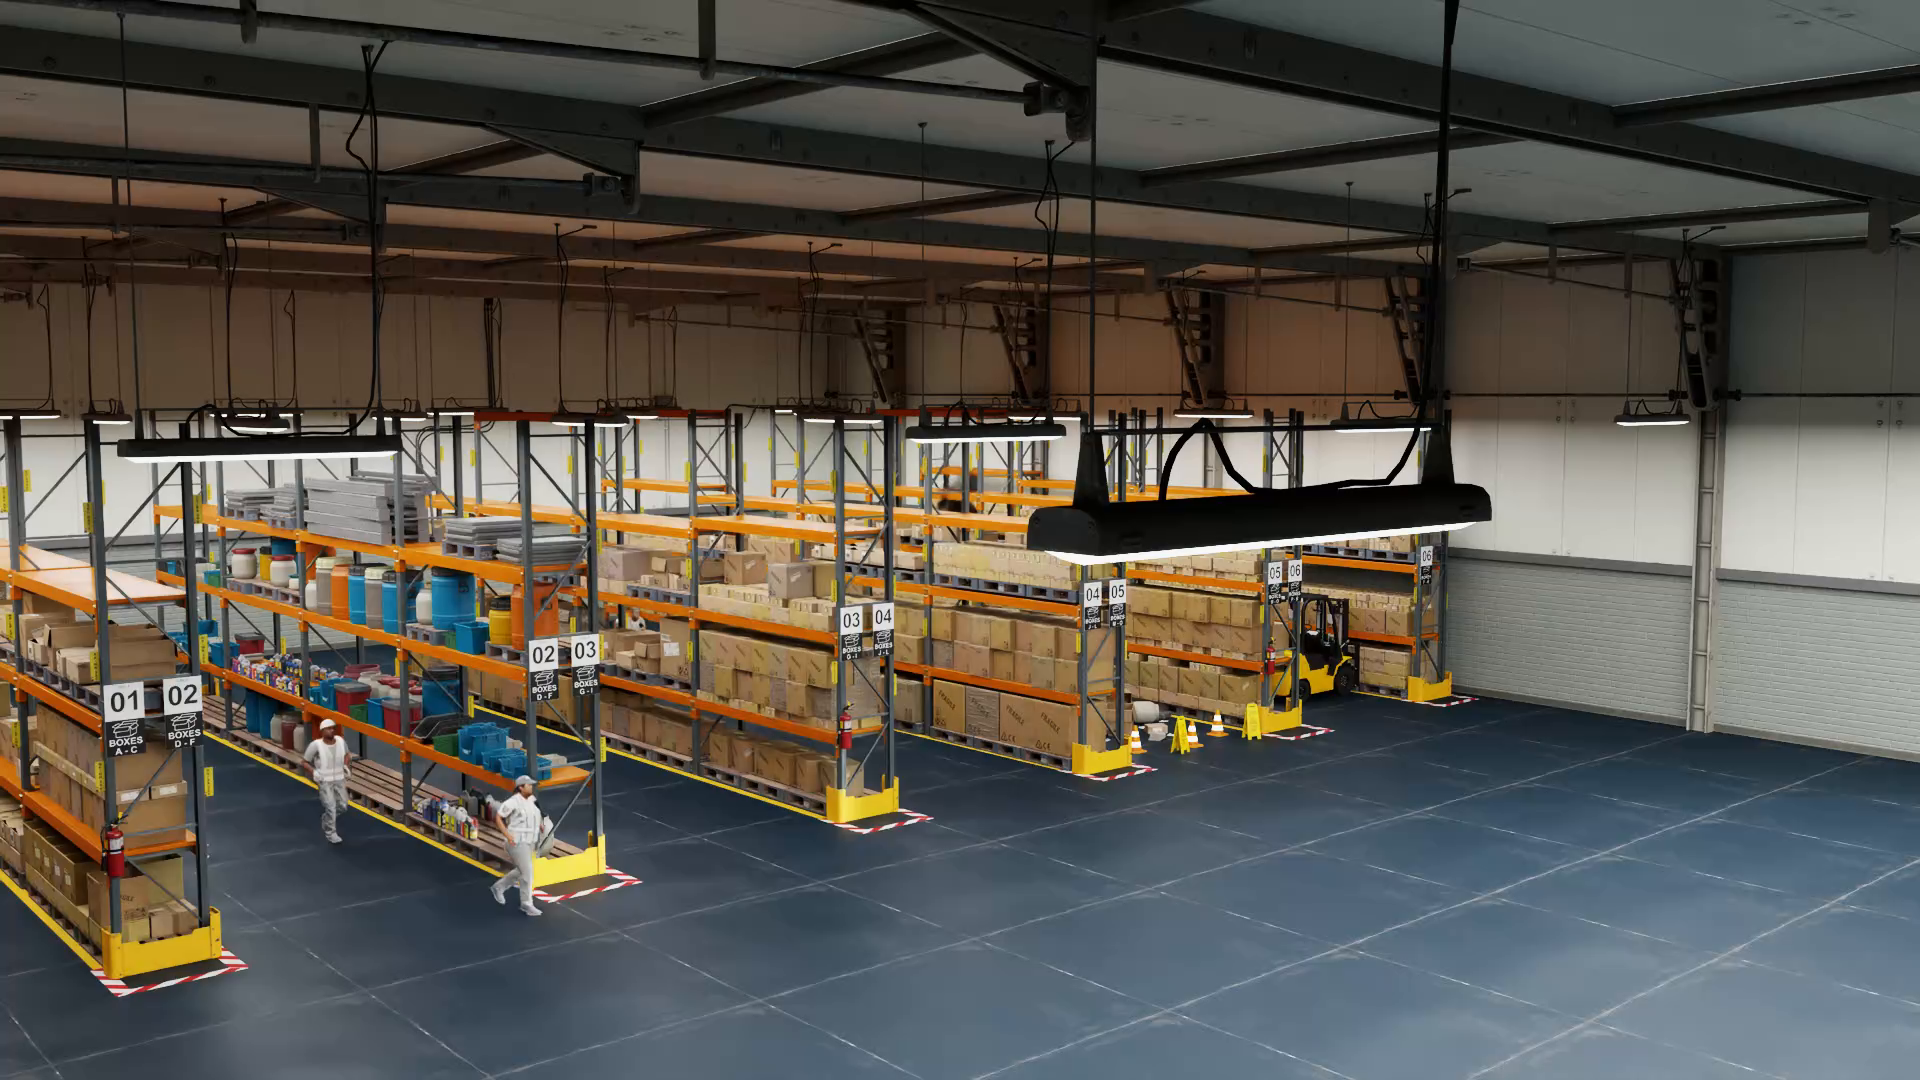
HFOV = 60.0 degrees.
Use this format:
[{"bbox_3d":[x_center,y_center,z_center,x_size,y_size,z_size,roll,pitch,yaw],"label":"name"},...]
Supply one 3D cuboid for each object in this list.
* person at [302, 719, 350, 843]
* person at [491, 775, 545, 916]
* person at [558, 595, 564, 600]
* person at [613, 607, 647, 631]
[{"bbox_3d":[-8.936,3.395,23.547,0.604,1.743,0.709,5,7,42],"label":"person"},{"bbox_3d":[-5.410,3.726,20.475,0.778,1.661,0.628,2,5,19],"label":"person"},{"bbox_3d":[-9.461,2.105,38.935,0.646,1.645,0.734,0,5,-4],"label":"person"},{"bbox_3d":[-7.189,2.274,36.377,0.877,1.693,0.645,4,7,42],"label":"person"}]
